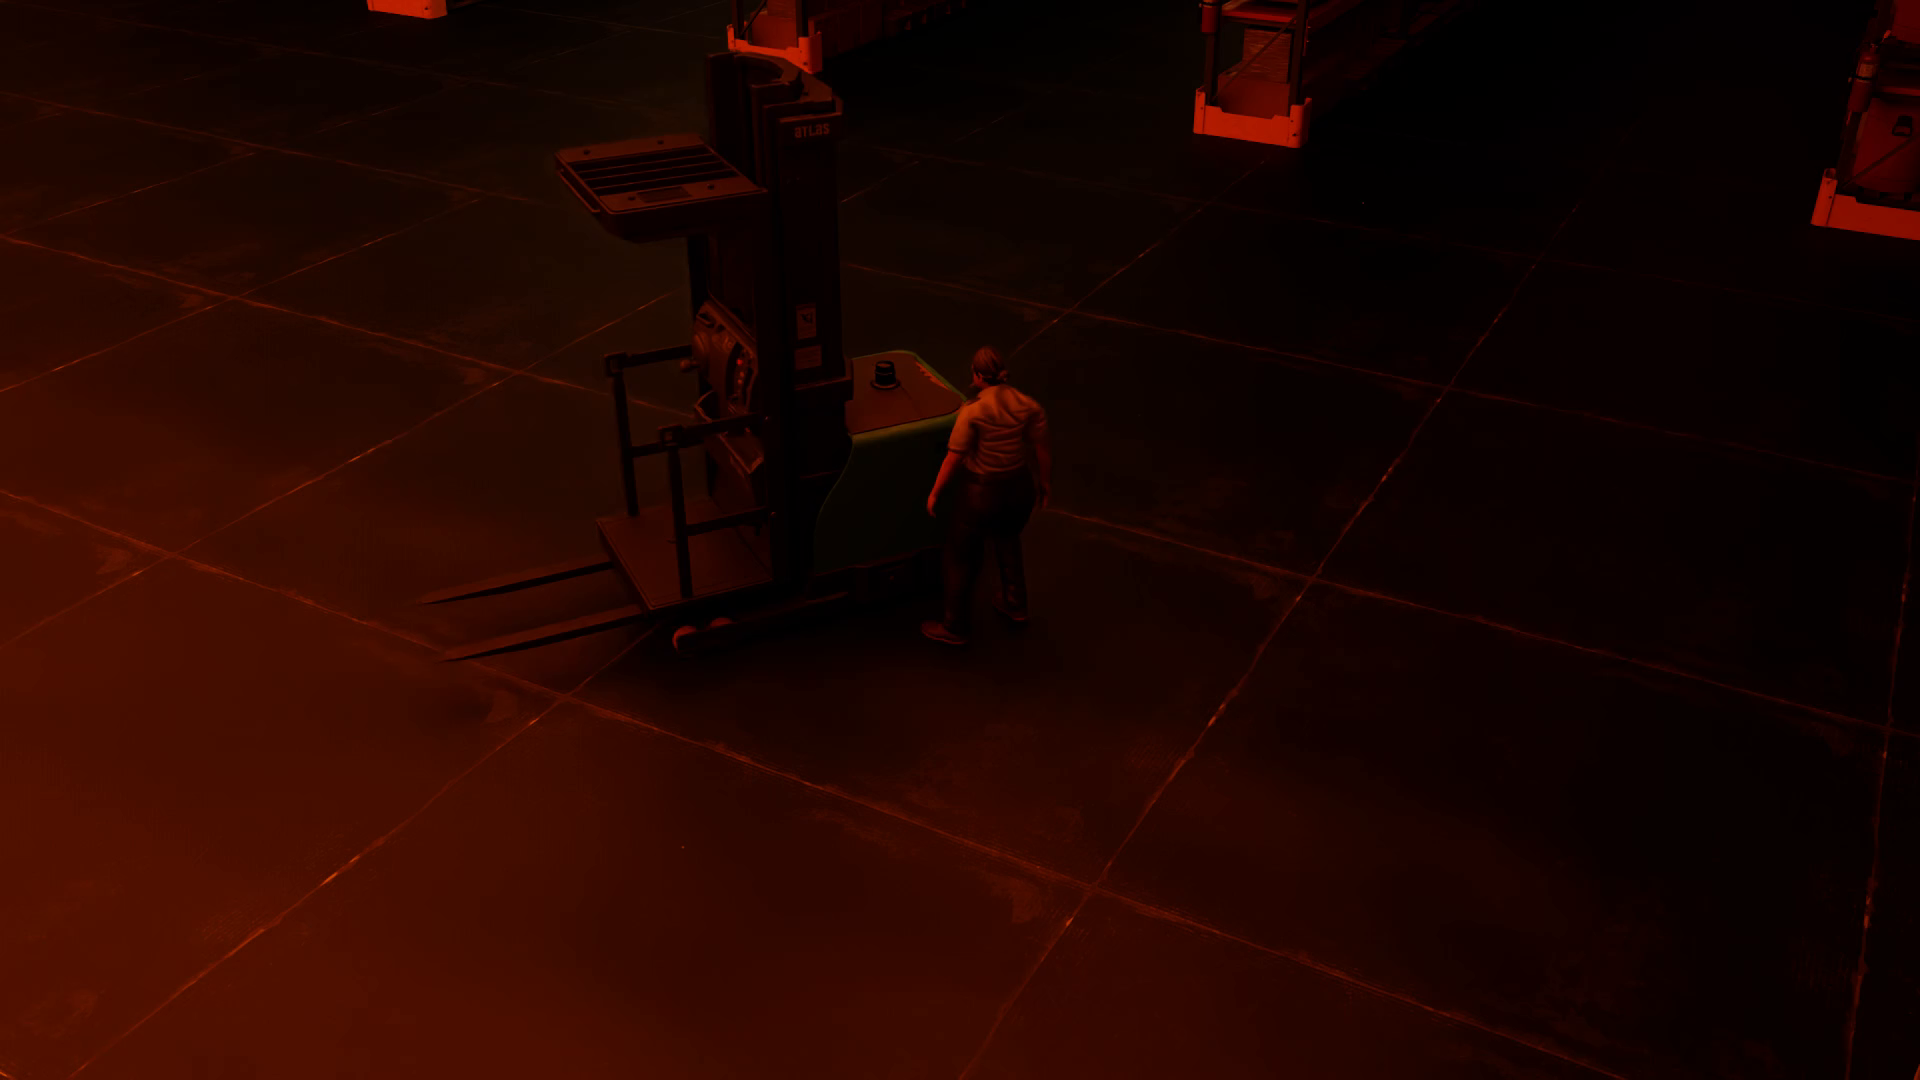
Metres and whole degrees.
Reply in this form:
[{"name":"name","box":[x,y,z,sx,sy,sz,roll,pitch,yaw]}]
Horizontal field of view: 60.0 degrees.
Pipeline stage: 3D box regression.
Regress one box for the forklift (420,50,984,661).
[{"name":"forklift","box":[-1.421,-0.943,8.705,3.031,2.935,1.130,-14,33,-22]}]

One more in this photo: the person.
[{"name":"person","box":[0.145,-0.248,8.807,0.740,1.628,0.383,-15,33,-24]}]
